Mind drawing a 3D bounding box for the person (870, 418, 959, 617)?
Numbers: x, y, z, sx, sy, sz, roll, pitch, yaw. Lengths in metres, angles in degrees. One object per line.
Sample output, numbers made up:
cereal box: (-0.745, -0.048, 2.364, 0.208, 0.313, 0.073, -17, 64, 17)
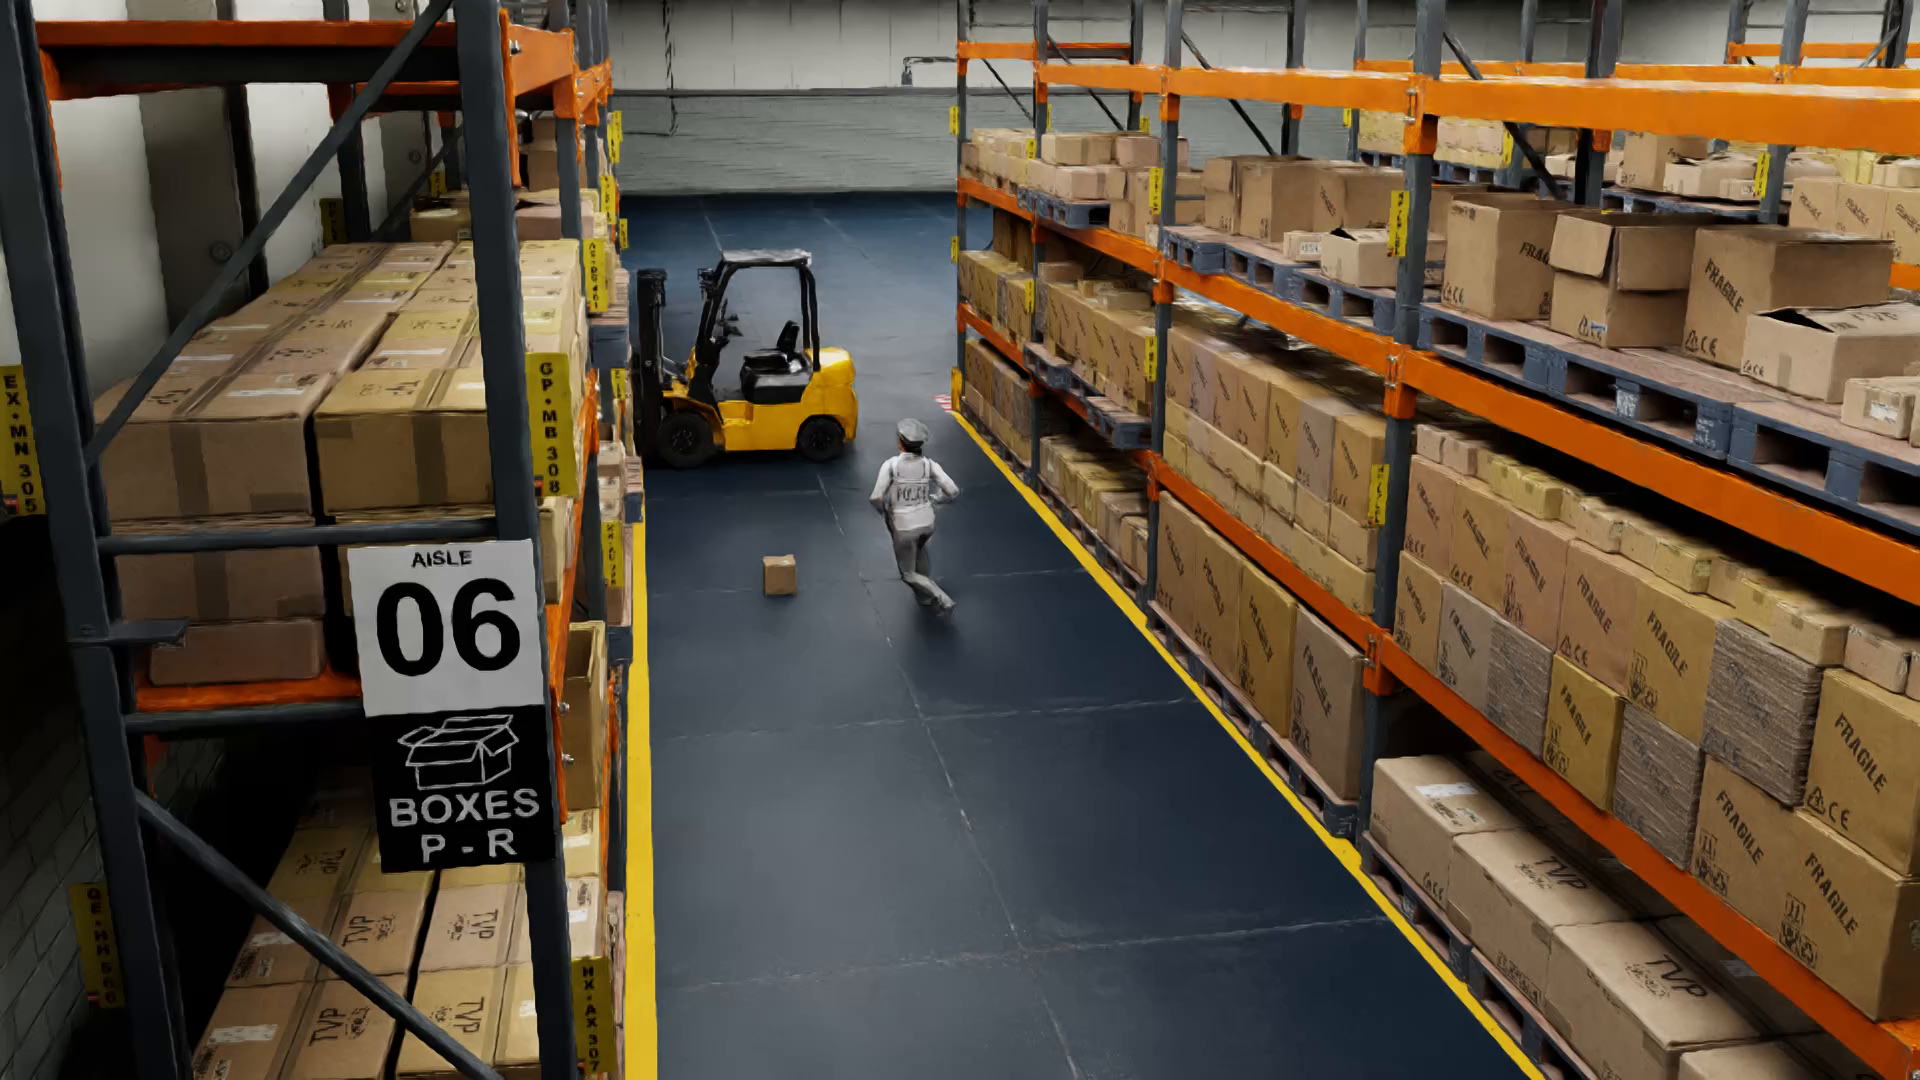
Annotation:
person: (-0.364, -0.162, 12.694, 0.685, 1.562, 0.919, -10, 19, -30)
